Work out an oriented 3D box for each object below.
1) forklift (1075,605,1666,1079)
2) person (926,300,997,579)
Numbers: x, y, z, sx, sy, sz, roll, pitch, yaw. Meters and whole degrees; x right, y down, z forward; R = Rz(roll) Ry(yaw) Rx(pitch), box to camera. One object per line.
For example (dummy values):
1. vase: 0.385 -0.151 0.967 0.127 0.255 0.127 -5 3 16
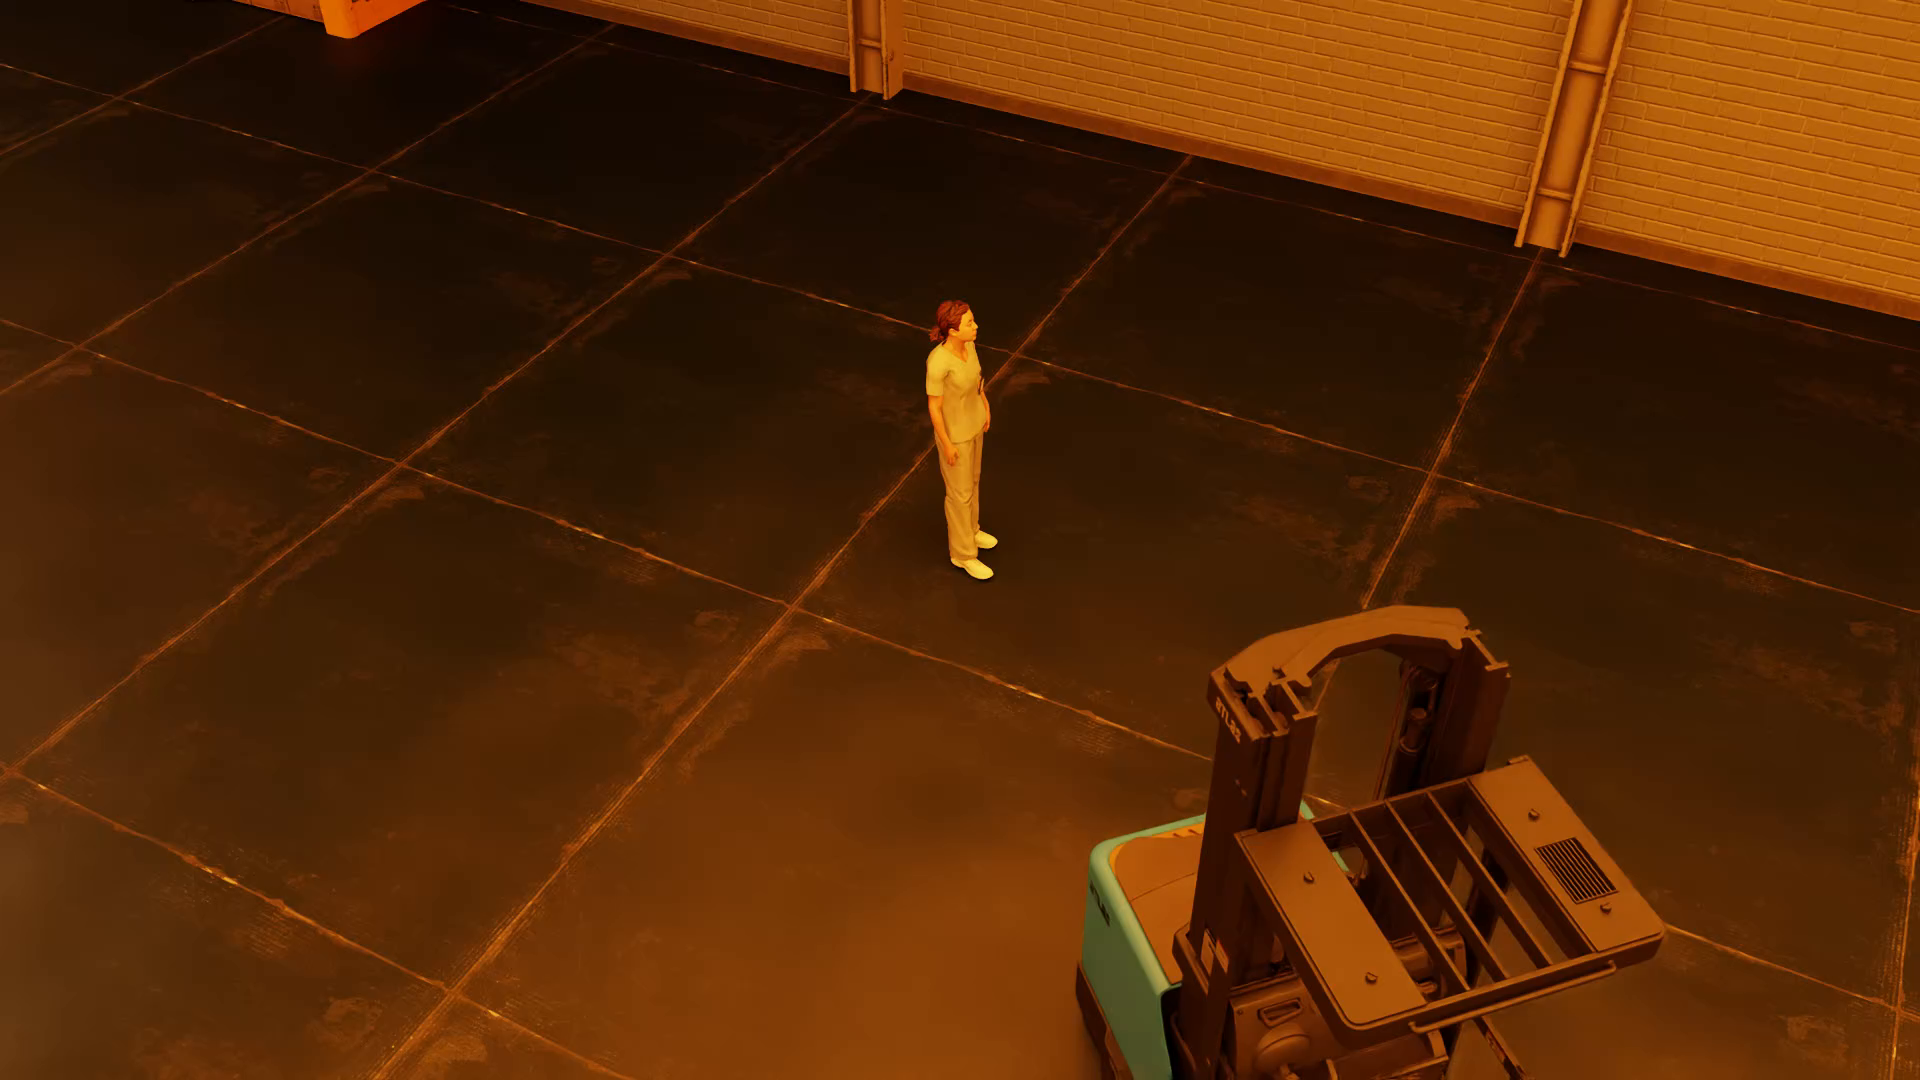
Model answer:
1. forklift: 1.480 1.796 5.854 1.130 2.935 3.031 -12 42 -14
2. person: 0.059 -0.617 9.682 0.549 1.675 0.549 18 43 21
